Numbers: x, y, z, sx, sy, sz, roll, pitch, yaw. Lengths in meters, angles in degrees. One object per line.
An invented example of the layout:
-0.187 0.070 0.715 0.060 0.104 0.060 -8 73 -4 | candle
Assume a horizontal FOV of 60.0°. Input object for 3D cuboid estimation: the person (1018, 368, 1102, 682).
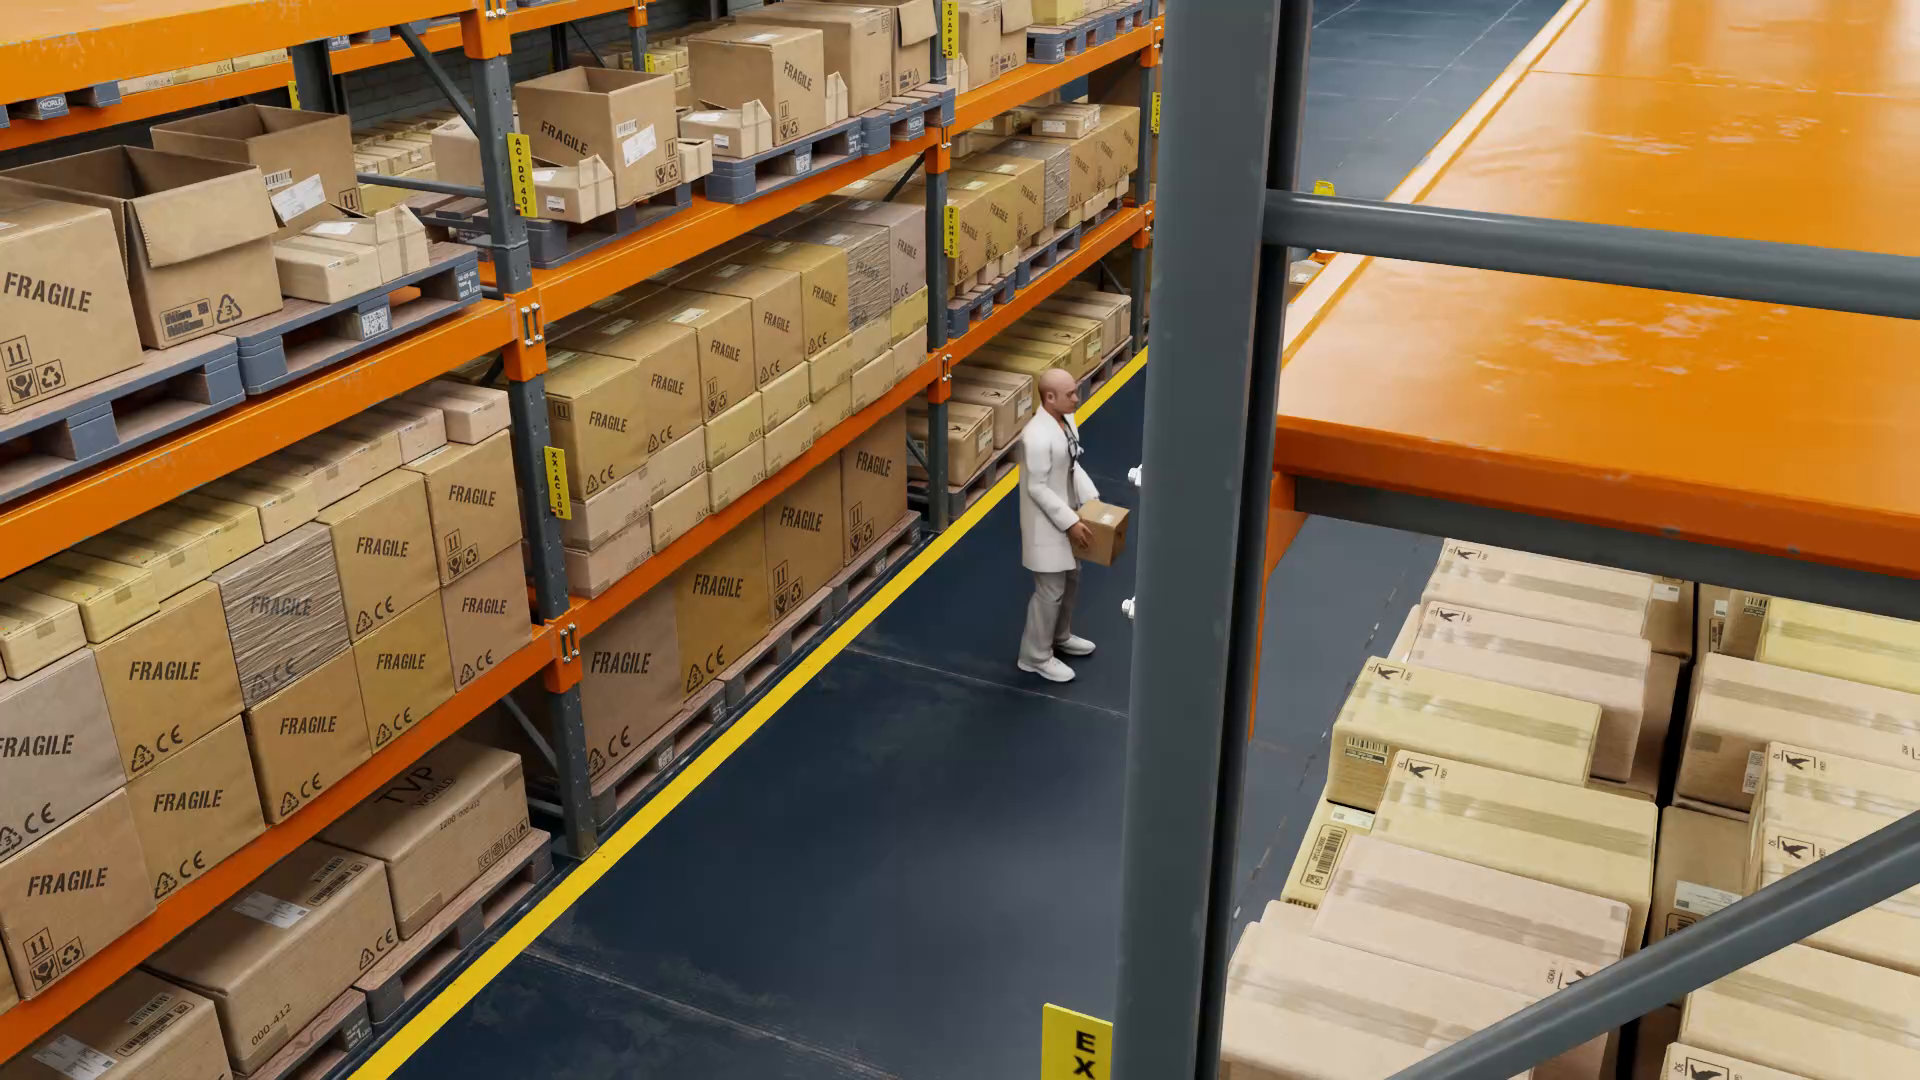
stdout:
0.570 -0.104 9.334 0.467 1.782 0.575 11 28 21 | person
